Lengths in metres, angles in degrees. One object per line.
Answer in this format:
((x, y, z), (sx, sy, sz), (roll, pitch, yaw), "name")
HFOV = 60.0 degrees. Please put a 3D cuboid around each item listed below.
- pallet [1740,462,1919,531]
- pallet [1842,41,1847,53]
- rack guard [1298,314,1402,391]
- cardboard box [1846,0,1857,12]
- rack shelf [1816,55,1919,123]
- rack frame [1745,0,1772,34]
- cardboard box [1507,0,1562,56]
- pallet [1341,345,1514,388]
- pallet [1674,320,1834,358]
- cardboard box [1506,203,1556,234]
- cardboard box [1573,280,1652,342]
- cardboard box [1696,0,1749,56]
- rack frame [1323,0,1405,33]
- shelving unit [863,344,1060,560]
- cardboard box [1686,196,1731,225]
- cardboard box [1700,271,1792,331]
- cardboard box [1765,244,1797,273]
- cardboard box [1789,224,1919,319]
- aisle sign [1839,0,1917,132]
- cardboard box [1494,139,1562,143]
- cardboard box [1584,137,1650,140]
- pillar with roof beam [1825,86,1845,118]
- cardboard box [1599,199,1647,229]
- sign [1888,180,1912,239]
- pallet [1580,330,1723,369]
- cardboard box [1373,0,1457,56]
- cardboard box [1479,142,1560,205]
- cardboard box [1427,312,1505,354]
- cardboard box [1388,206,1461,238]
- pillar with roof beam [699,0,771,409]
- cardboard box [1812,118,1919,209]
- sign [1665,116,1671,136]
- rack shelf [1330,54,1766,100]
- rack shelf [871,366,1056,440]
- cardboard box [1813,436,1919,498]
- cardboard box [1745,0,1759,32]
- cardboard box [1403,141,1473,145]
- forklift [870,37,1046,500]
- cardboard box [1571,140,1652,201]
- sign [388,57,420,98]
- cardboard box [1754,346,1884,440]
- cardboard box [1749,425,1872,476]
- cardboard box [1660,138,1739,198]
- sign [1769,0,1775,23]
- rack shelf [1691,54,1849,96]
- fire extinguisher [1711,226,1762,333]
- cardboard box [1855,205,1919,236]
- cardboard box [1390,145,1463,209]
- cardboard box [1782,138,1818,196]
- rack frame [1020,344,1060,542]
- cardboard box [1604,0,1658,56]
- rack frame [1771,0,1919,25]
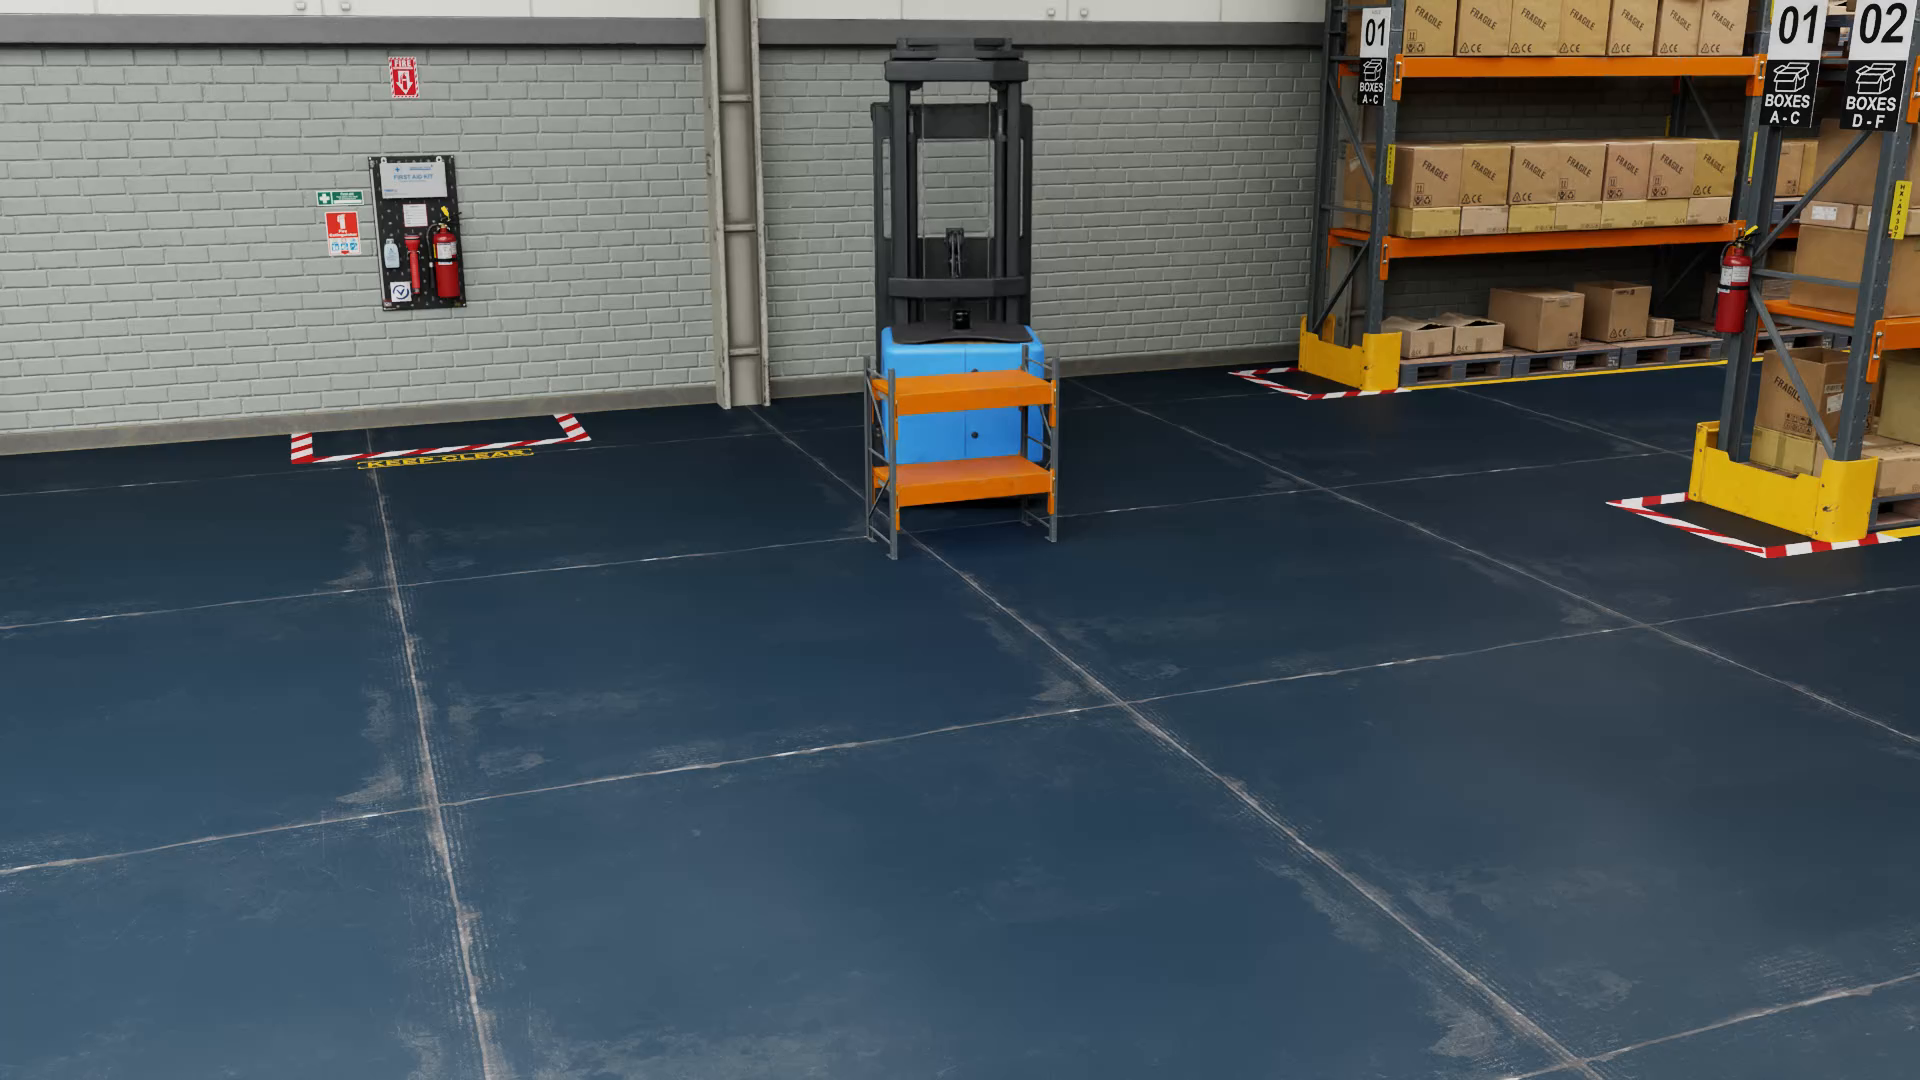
((5.909, -0.341, 10.885), (1.213, 0.211, 1.003), (-6, 17, -20), "pallet")
((8.751, -4.786, 16.081), (1.003, 0.211, 1.213), (-6, 17, -20), "pallet")
((3.505, -1.702, 15.007), (0.348, 0.500, 1.175), (-6, 17, -20), "rack guard")
((5.748, -3.405, 9.869), (0.637, 0.503, 0.797), (-5, 17, -16), "cardboard box")
((7.077, -2.886, 10.557), (4.000, 0.370, 1.077), (-6, 17, -20), "rack shelf")
((7.169, -6.175, 15.157), (0.127, 3.000, 1.000), (-6, 17, -20), "rack frame")
((4.833, -4.457, 14.414), (0.500, 0.500, 0.500), (-5, 17, -18), "cardboard box")
((4.276, -1.636, 15.295), (1.213, 0.211, 1.003), (-6, 17, -20), "pallet")
((7.895, -2.038, 16.663), (1.213, 0.211, 1.003), (-6, 17, -20), "pallet")
((4.960, -2.903, 14.891), (0.500, 0.250, 0.500), (-6, 18, -21), "cardboard box")
((6.214, -2.194, 15.900), (0.500, 0.500, 0.500), (-8, 18, -24), "cardboard box")
((6.783, -4.678, 15.167), (0.500, 0.500, 0.500), (-6, 17, -19), "cardboard box")
((3.434, -5.772, 13.783), (0.127, 3.000, 1.000), (-6, 17, -20), "rack frame")
((0.006, -0.540, 9.942), (1.048, 1.125, 0.538), (-6, 17, -20), "shelving unit")
((6.835, -3.107, 15.586), (0.500, 0.250, 0.500), (-6, 17, -20), "cardboard box")
((7.850, -2.387, 16.560), (0.500, 0.500, 0.700), (-6, 17, -18), "cardboard box")
((8.260, -2.792, 16.608), (0.500, 0.250, 0.500), (-7, 18, -21), "cardboard box")
((5.650, -1.682, 10.326), (0.500, 0.500, 0.700), (-6, 17, -20), "cardboard box")
((5.258, -2.751, 9.528), (0.004, 0.787, 0.394), (-6, 17, -20), "aisle sign")
((5.223, -3.447, 15.412), (0.500, 0.500, 0.500), (-6, 17, -19), "cardboard box")
((6.171, -3.551, 15.766), (0.500, 0.500, 0.500), (-6, 17, -20), "cardboard box")
((10.921, -5.543, 13.002), (0.400, 9.000, 9.100), (-6, 17, -20), "pillar with roof beam")
((5.903, -3.004, 15.236), (0.500, 0.250, 0.500), (-6, 17, -20), "cardboard box")
((5.403, -1.897, 9.559), (0.005, 0.325, 0.100), (-6, 17, -20), "sign")
((6.554, -1.882, 16.133), (1.213, 0.211, 1.003), (-6, 17, -20), "pallet")
((3.835, -4.358, 14.080), (0.500, 0.500, 0.500), (-6, 17, -19), "cardboard box")
((4.937, -3.258, 14.768), (0.500, 0.500, 0.500), (-7, 18, -22), "cardboard box")
((4.644, -1.918, 15.298), (0.500, 0.311, 0.500), (-5, 17, -15), "cardboard box")
((4.003, -2.797, 14.530), (0.500, 0.250, 0.500), (-7, 18, -22), "cardboard box")
((-0.285, -4.333, 8.882), (0.400, 9.000, 9.100), (-6, 17, -20), "pillar with roof beam")
((5.700, -2.310, 10.162), (0.500, 0.500, 0.700), (-6, 17, -20), "cardboard box")
((6.967, -3.998, 16.335), (0.005, 0.325, 0.100), (-6, 17, -20), "sign")
((5.301, -4.189, 14.994), (4.000, 0.370, 1.077), (-6, 17, -20), "rack shelf")
((0.006, -0.821, 9.860), (1.000, 0.278, 0.538), (-6, 17, -20), "rack shelf")
((5.790, -0.468, 10.505), (0.500, 0.250, 0.500), (-6, 17, -20), "cardboard box")
((7.708, -5.020, 15.622), (0.500, 0.500, 0.500), (-4, 17, -12), "cardboard box")
((4.271, -3.343, 15.058), (0.500, 0.500, 0.500), (-6, 17, -19), "cardboard box")
((-0.067, -2.018, 11.769), (1.130, 2.935, 3.031), (-1, 16, -4), "forklift")
((5.900, -3.366, 15.135), (0.500, 0.500, 0.500), (-7, 18, -22), "cardboard box")
((-4.189, -3.485, 12.530), (0.199, 0.298, 0.001), (-6, 17, -20), "sign")
((5.604, -0.965, 10.865), (0.500, 0.500, 0.500), (-6, 17, -20), "cardboard box")
((5.605, -0.605, 10.969), (0.500, 0.250, 0.500), (-6, 17, -20), "cardboard box")
((6.838, -3.465, 15.475), (0.500, 0.500, 0.500), (-6, 17, -20), "cardboard box")
((7.370, -4.842, 15.023), (0.005, 0.325, 0.100), (-6, 17, -20), "sign")
((9.036, -4.593, 16.367), (4.000, 0.370, 1.077), (-6, 17, -20), "rack shelf")
((4.933, -1.664, 10.578), (0.183, 0.674, 0.296), (-6, 17, -20), "fire extinguisher")
((5.653, -1.933, 10.028), (0.250, 0.149, 0.380), (-6, 18, -20), "cardboard box")
((3.987, -3.160, 14.436), (0.500, 0.500, 0.500), (-6, 17, -20), "cardboard box")
((8.181, -3.653, 16.255), (0.500, 0.500, 0.700), (-4, 17, -14), "cardboard box")
((0.481, -0.592, 10.117), (0.032, 1.125, 0.500), (-6, 17, -20), "rack frame")
((5.805, -4.564, 14.781), (0.500, 0.500, 0.500), (-7, 18, -22), "cardboard box")
((5.210, -4.469, 9.346), (0.127, 3.000, 1.000), (-6, 17, -20), "rack frame")
